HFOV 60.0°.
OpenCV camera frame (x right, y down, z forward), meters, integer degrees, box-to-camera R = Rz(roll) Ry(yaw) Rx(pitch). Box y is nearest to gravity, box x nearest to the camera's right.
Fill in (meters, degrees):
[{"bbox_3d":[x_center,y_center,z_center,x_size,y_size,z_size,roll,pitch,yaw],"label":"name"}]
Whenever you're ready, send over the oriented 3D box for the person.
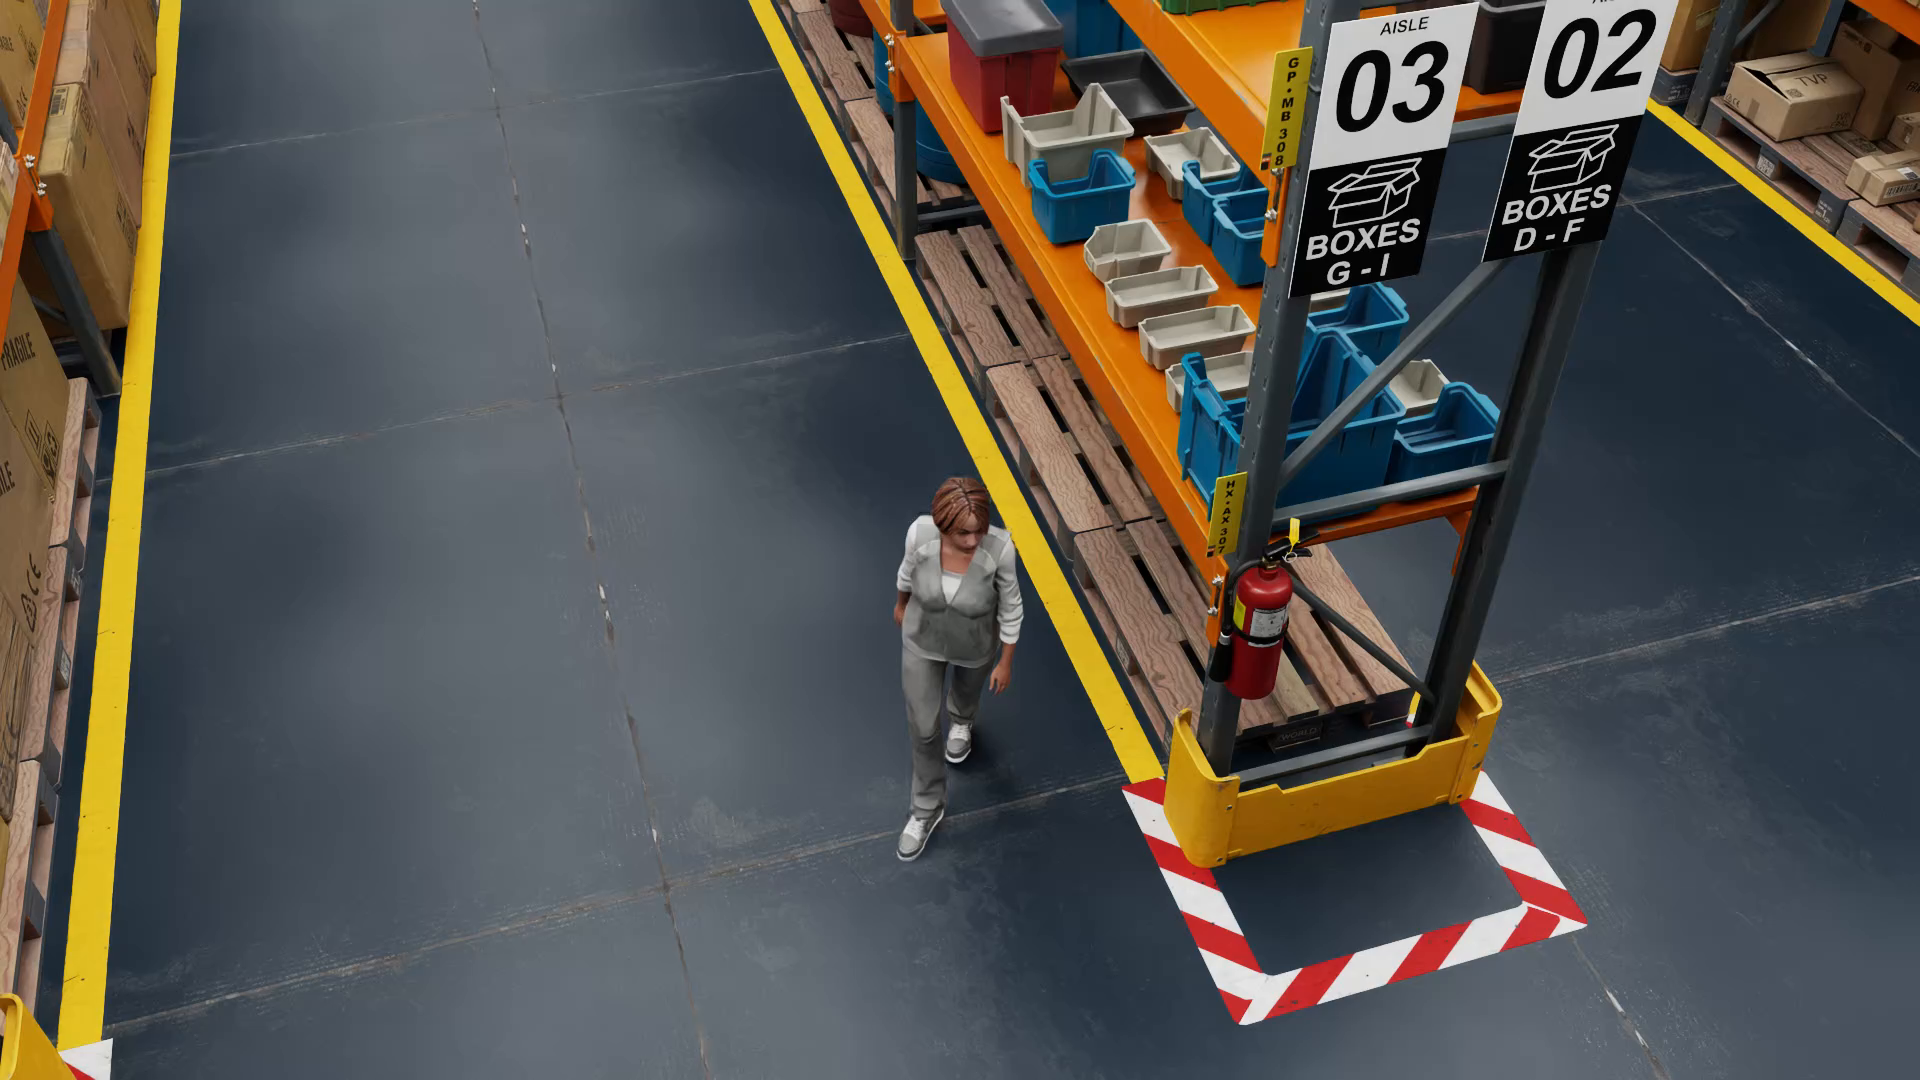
[{"bbox_3d":[-0.014,0.356,5.789,0.466,1.594,0.722,3,43,3],"label":"person"}]
